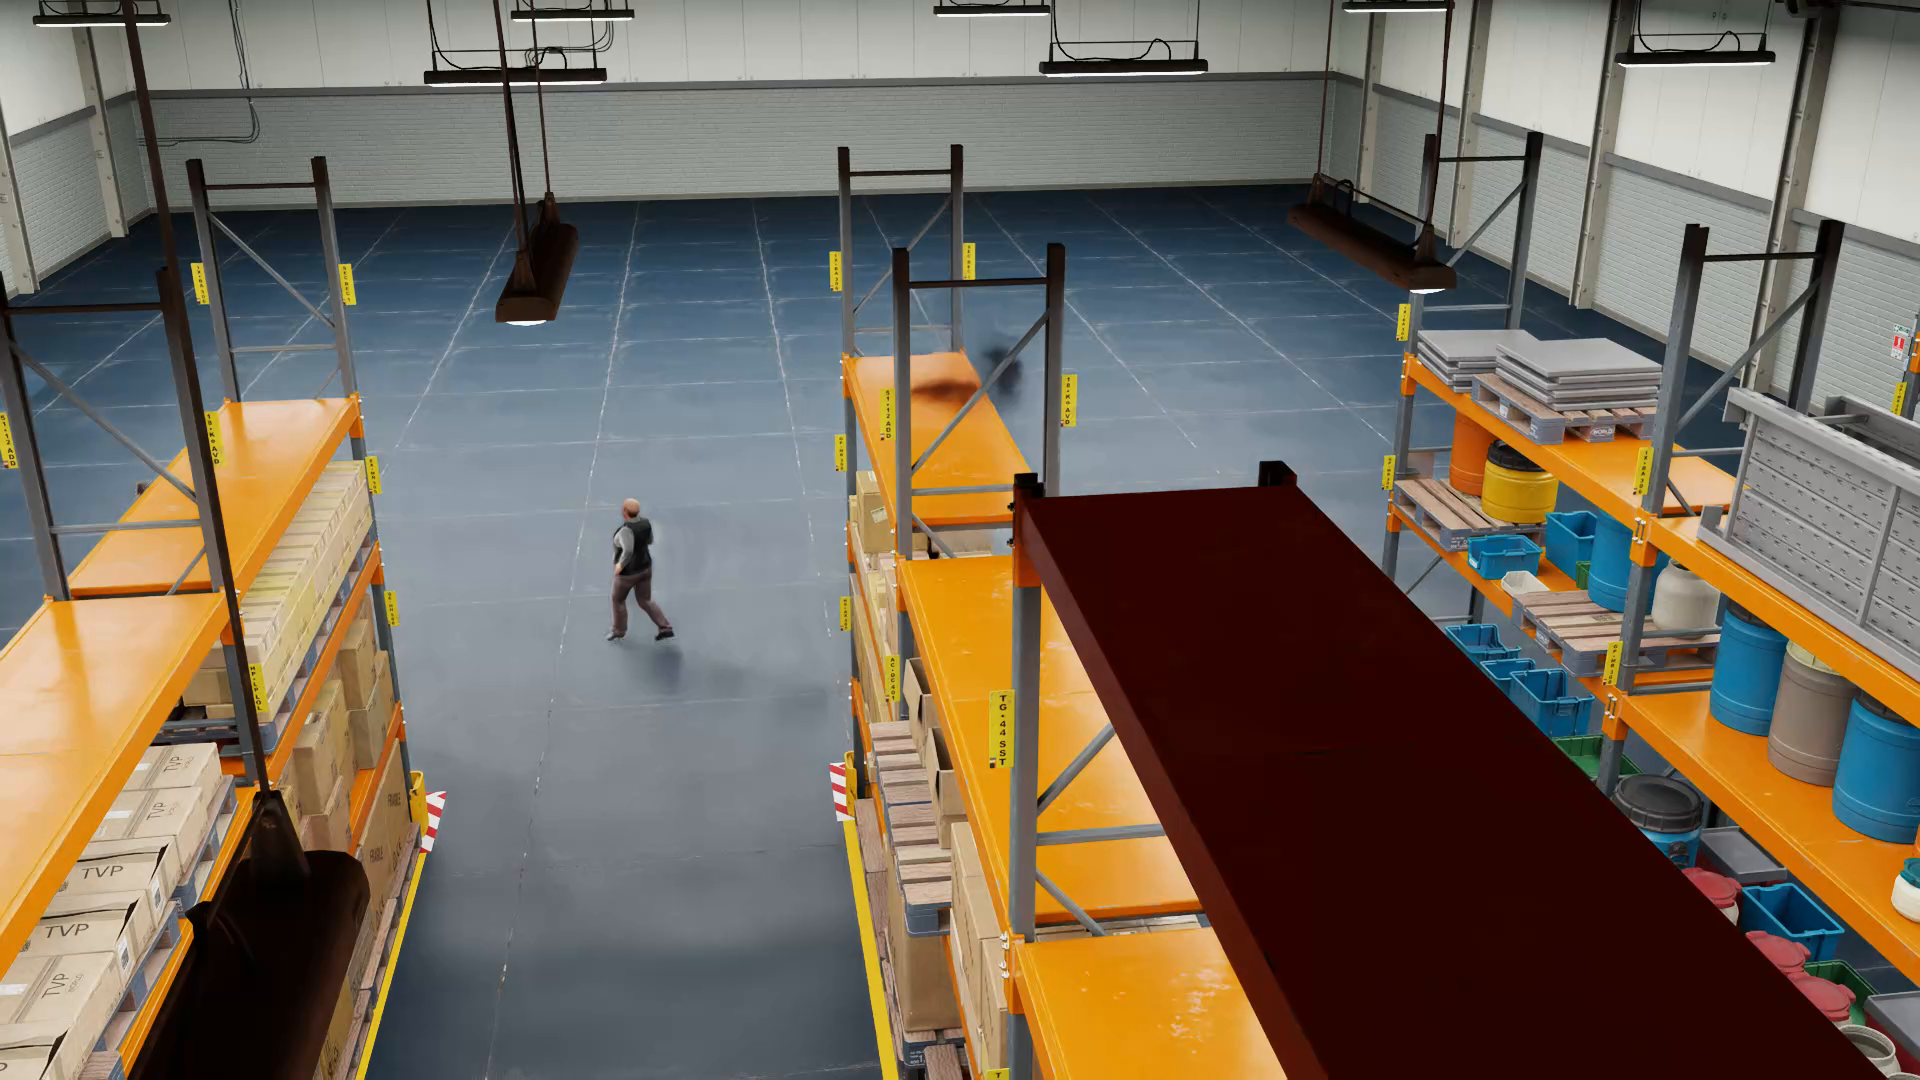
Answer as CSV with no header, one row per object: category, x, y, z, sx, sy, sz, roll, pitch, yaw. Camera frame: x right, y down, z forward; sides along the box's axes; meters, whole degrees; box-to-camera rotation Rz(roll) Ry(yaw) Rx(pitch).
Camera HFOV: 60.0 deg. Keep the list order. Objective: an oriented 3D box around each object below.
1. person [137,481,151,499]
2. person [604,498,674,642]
person,-9.159,0.140,18.982,0.854,1.709,0.544,15,26,33
person,-3.596,0.374,18.367,0.917,1.748,0.668,14,25,31
